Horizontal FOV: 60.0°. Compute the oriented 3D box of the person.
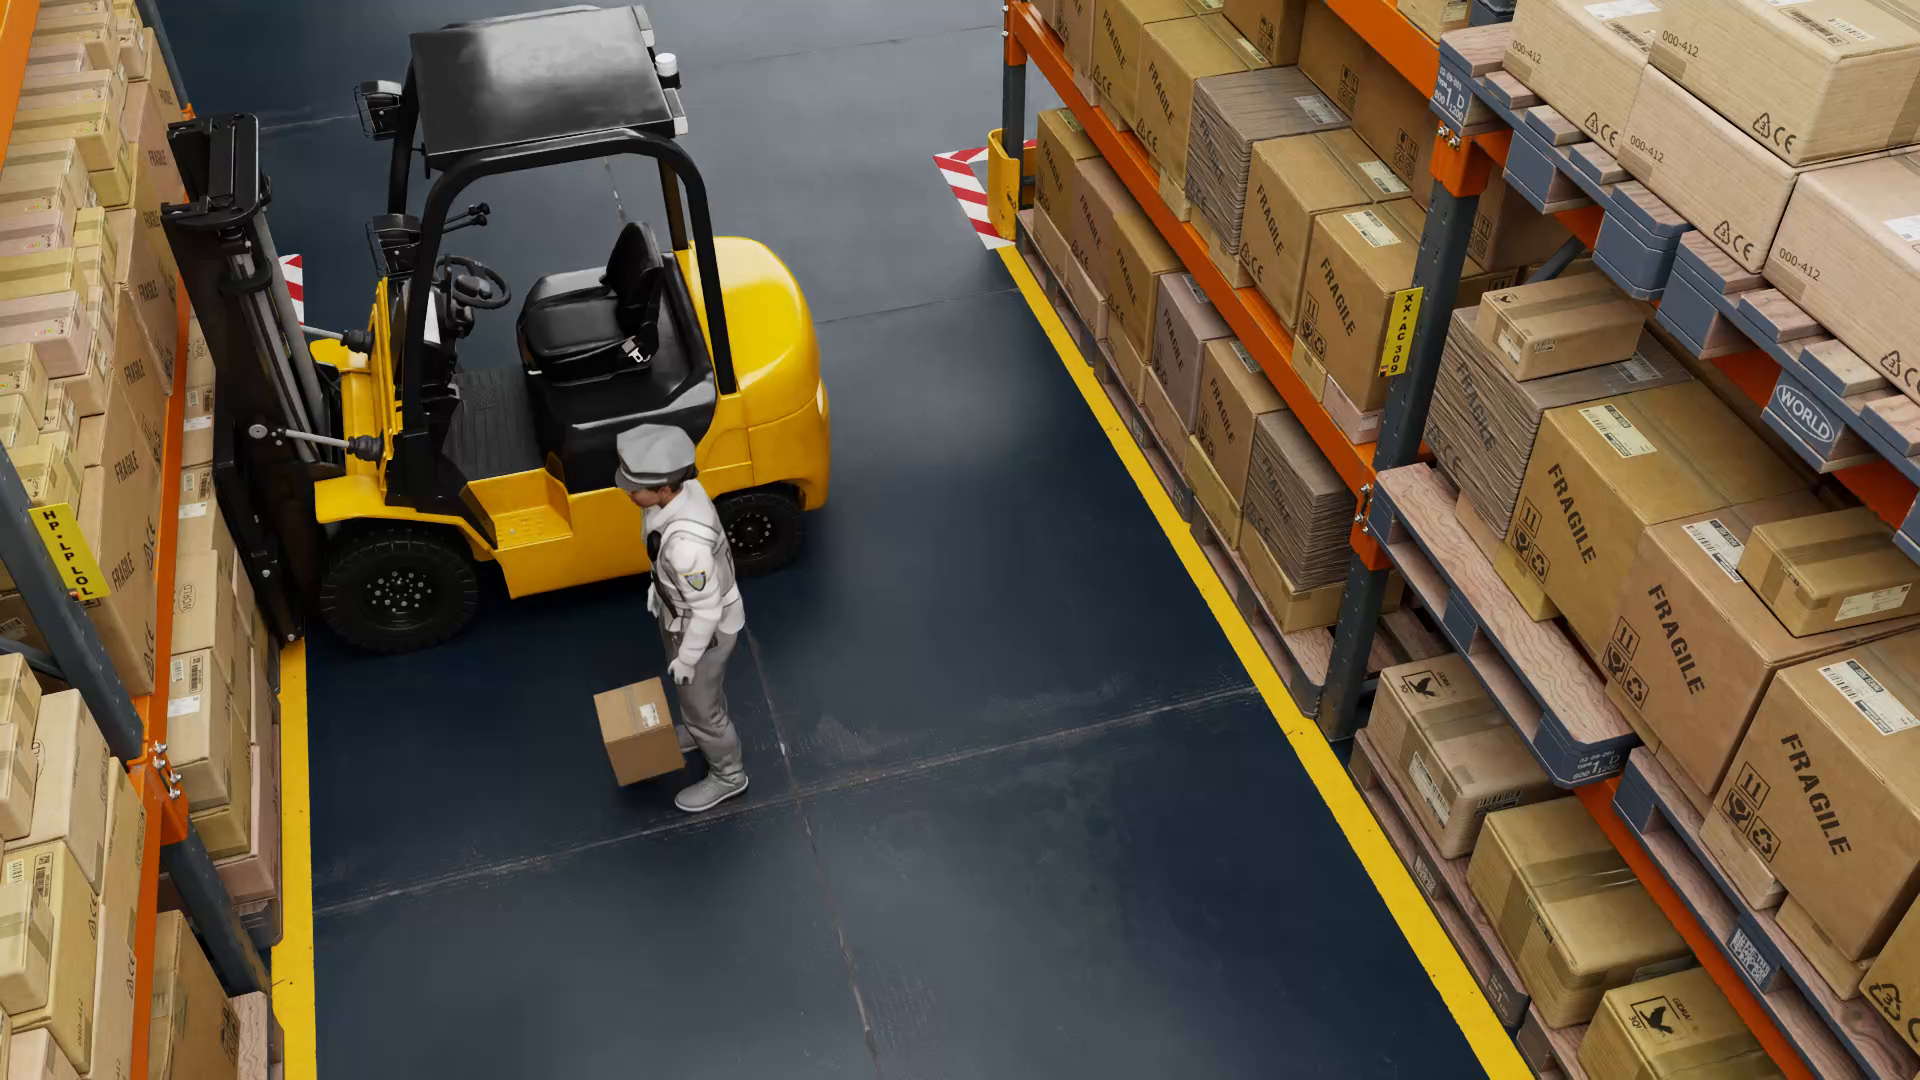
[{"bbox_3d":[-0.943,0.281,5.848,0.358,1.668,0.511,-13,44,-14],"label":"person"}]
